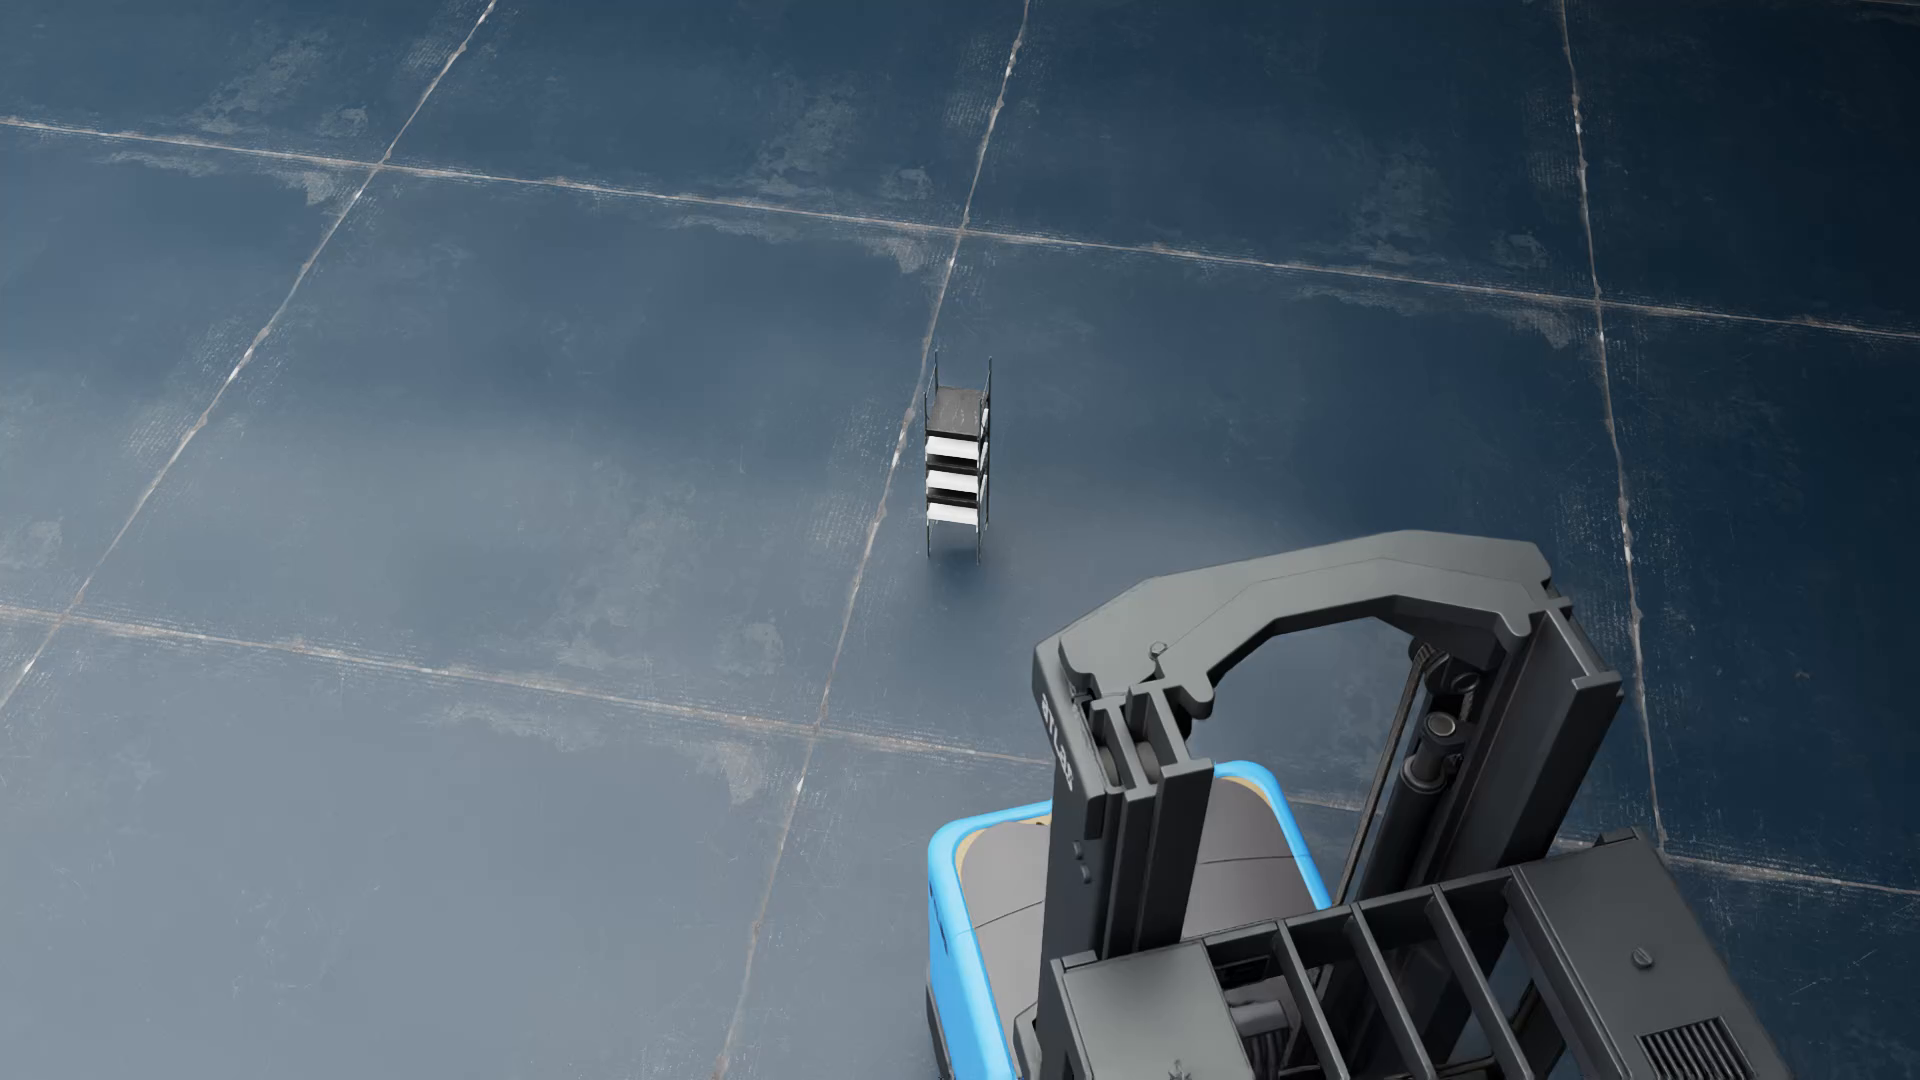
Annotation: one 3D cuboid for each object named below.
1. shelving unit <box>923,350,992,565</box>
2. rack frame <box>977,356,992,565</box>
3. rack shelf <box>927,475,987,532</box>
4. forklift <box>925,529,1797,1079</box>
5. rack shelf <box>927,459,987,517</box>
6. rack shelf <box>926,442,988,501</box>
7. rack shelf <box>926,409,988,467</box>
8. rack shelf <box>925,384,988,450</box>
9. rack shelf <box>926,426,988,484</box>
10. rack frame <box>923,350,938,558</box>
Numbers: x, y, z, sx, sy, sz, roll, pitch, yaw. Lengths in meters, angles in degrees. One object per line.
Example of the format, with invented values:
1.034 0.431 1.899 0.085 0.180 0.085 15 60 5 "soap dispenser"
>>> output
-0.008 -0.302 6.388 0.210 0.900 0.258 8 49 7 "shelving unit"
0.092 -0.288 6.376 0.006 0.900 0.240 8 49 7 "rack frame"
-0.008 -0.159 6.547 0.200 0.077 0.258 8 49 7 "rack shelf"
0.748 1.504 3.400 1.130 2.935 3.031 -11 49 -9 "forklift"
-0.008 -0.219 6.480 0.200 0.077 0.258 8 49 7 "rack shelf"
-0.008 -0.280 6.413 0.200 0.077 0.258 8 49 7 "rack shelf"
-0.008 -0.400 6.279 0.200 0.077 0.258 8 49 7 "rack shelf"
-0.008 -0.460 6.212 0.200 0.077 0.258 8 49 7 "rack shelf"
-0.008 -0.340 6.346 0.200 0.077 0.258 8 49 7 "rack shelf"
-0.108 -0.315 6.400 0.006 0.900 0.240 8 49 7 "rack frame"
